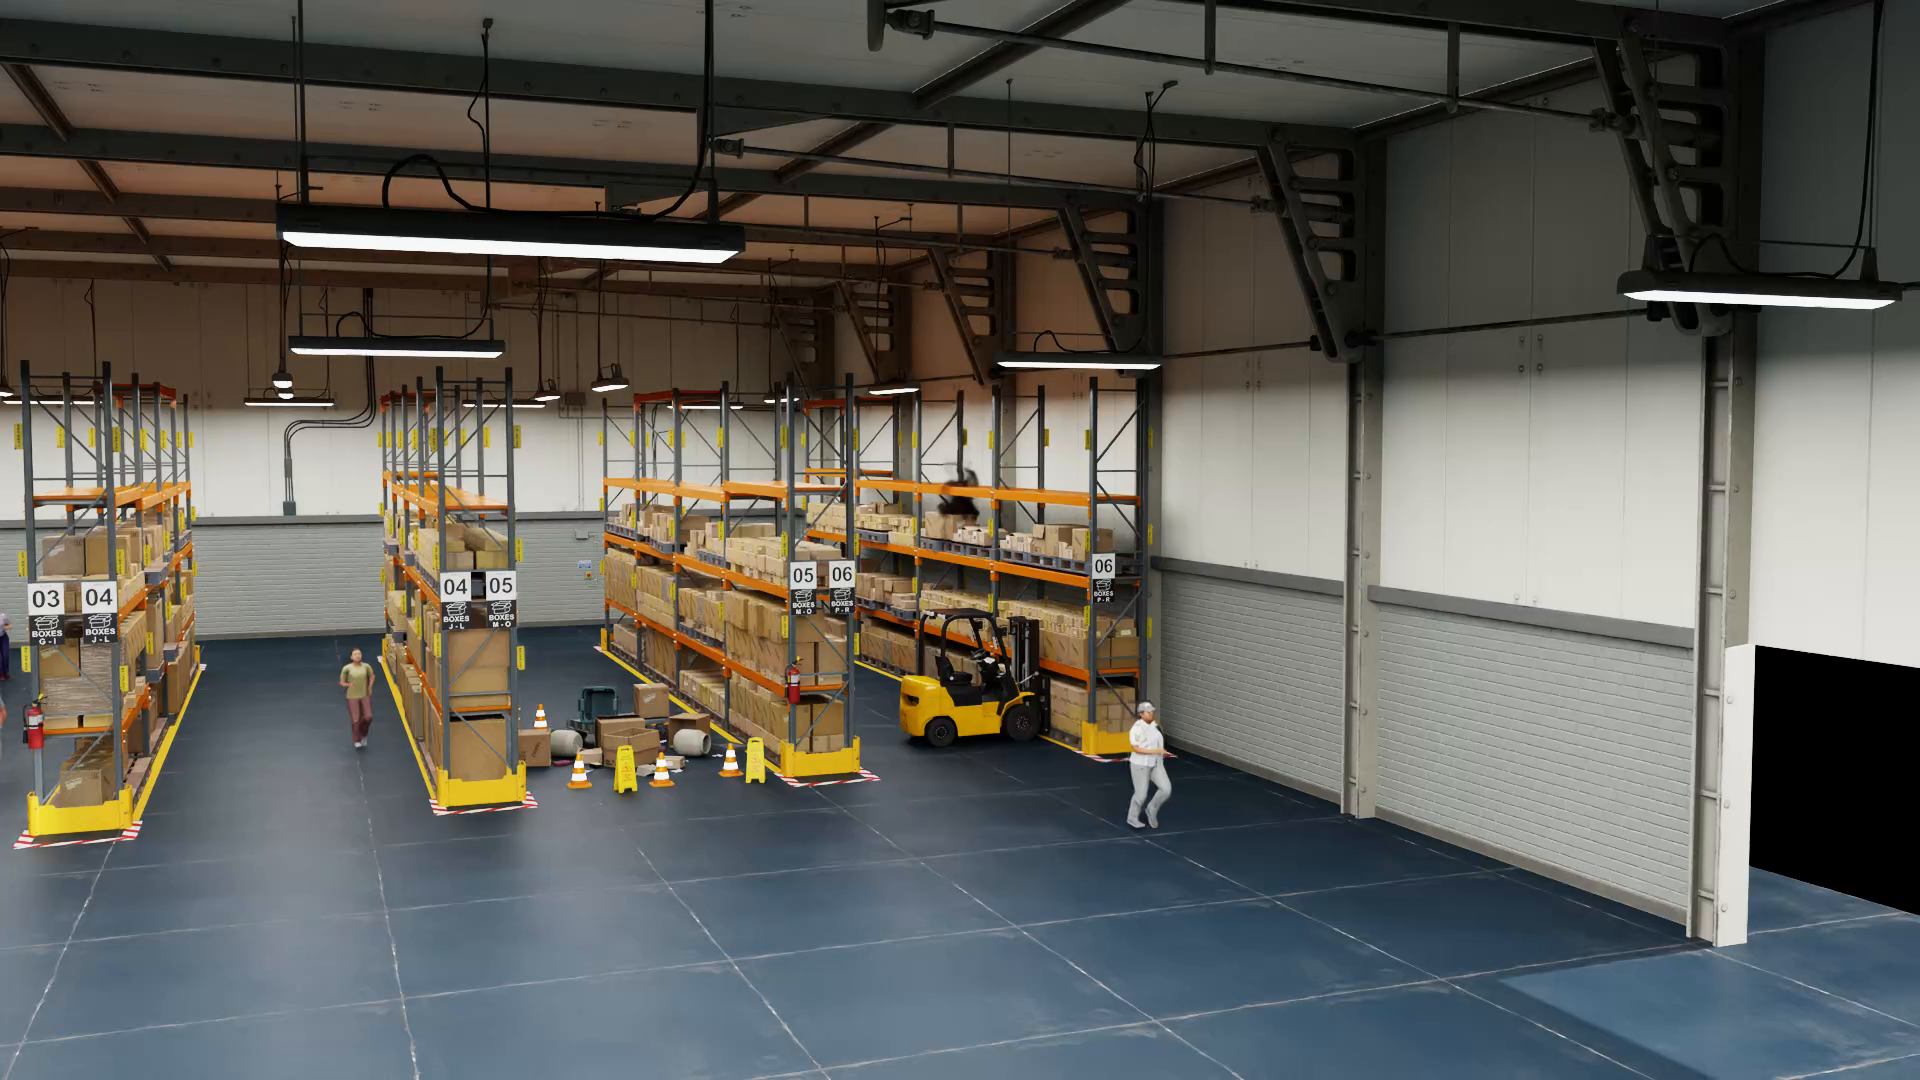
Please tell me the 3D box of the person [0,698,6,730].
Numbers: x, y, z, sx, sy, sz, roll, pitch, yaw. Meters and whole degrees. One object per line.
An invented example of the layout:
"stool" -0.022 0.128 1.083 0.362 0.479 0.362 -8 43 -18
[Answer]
"person" -13.812 2.738 23.421 0.675 1.742 0.768 -1 4 -23

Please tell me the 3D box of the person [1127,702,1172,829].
"person" 2.406 2.893 21.279 0.555 1.648 0.643 -3 4 -38

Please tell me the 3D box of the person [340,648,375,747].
"person" -9.716 2.554 26.892 0.568 1.628 0.543 -2 4 -30

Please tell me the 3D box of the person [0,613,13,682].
"person" -19.930 2.139 34.402 0.603 1.675 0.682 -3 4 -40
